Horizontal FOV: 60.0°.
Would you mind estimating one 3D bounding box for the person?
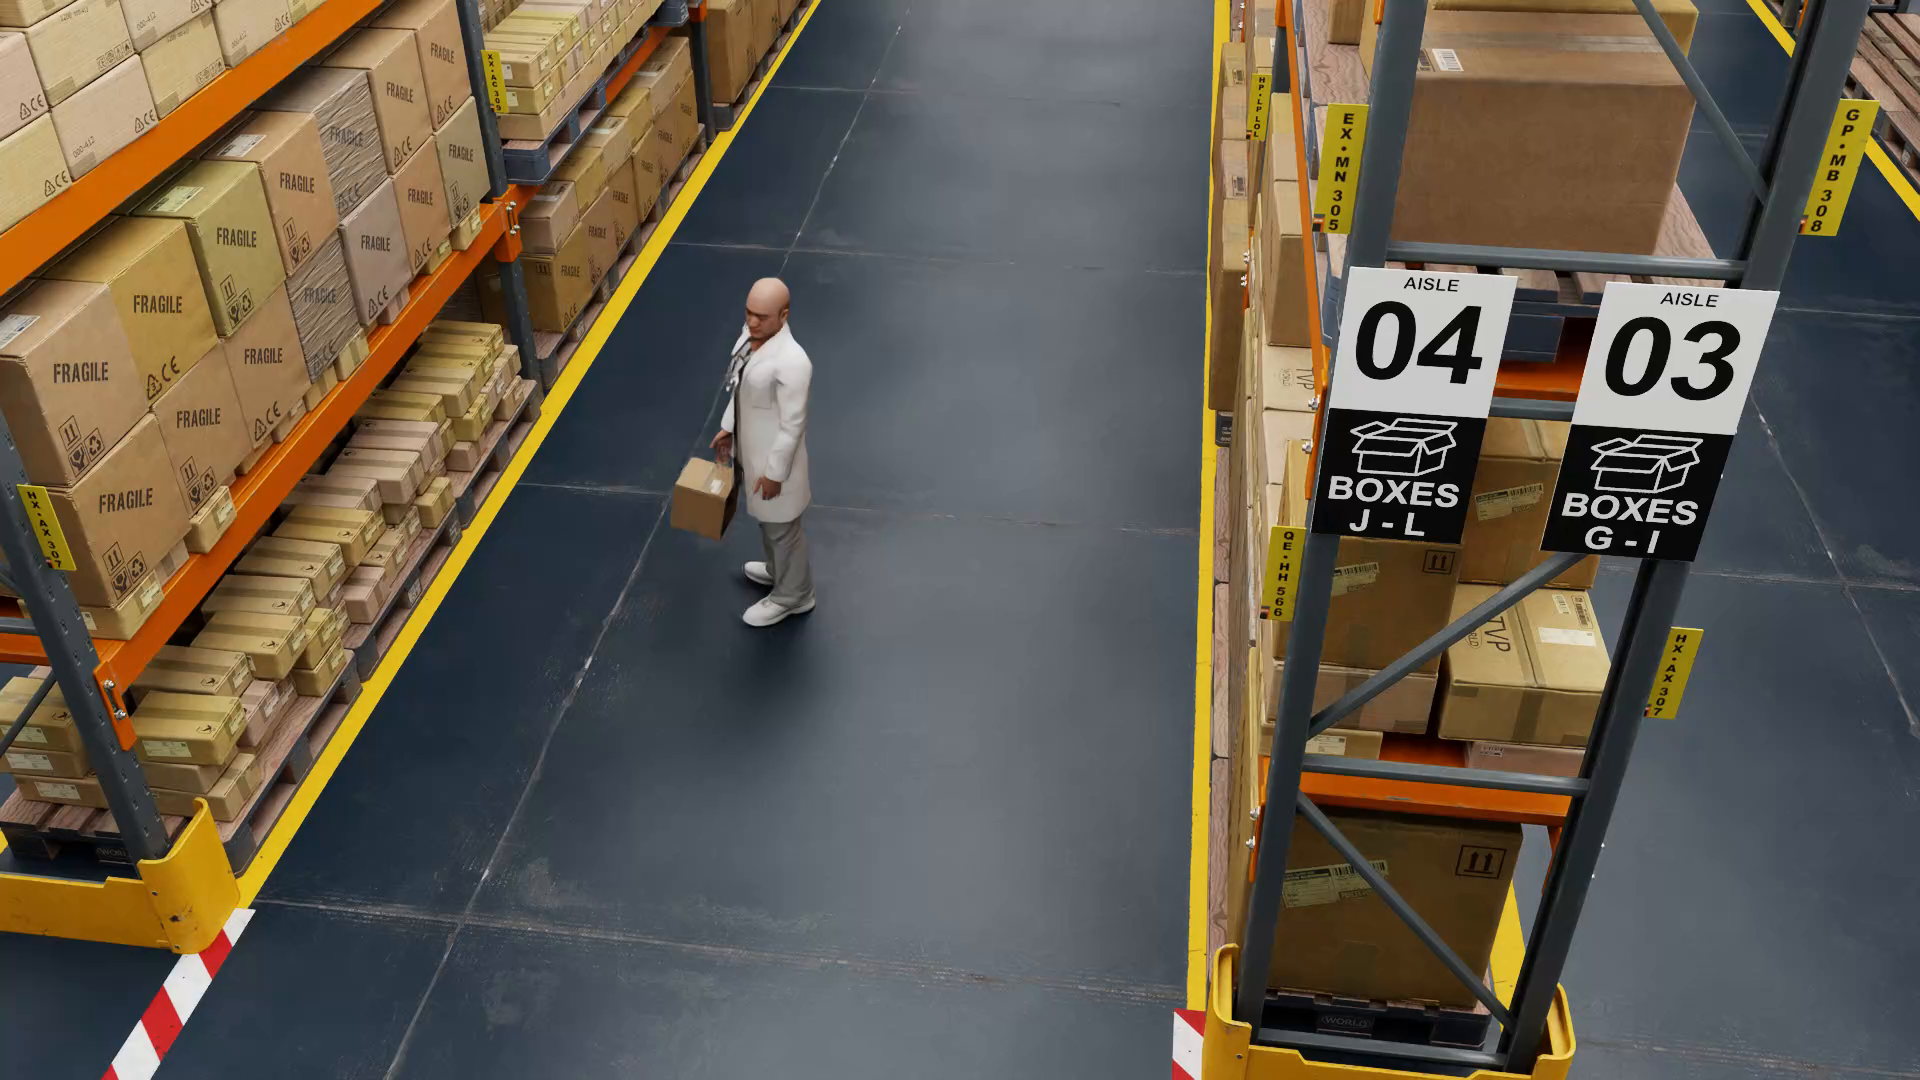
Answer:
[{"bbox_3d":[-0.906,-0.416,7.572,0.404,1.744,0.671,-14,38,-18],"label":"person"}]
